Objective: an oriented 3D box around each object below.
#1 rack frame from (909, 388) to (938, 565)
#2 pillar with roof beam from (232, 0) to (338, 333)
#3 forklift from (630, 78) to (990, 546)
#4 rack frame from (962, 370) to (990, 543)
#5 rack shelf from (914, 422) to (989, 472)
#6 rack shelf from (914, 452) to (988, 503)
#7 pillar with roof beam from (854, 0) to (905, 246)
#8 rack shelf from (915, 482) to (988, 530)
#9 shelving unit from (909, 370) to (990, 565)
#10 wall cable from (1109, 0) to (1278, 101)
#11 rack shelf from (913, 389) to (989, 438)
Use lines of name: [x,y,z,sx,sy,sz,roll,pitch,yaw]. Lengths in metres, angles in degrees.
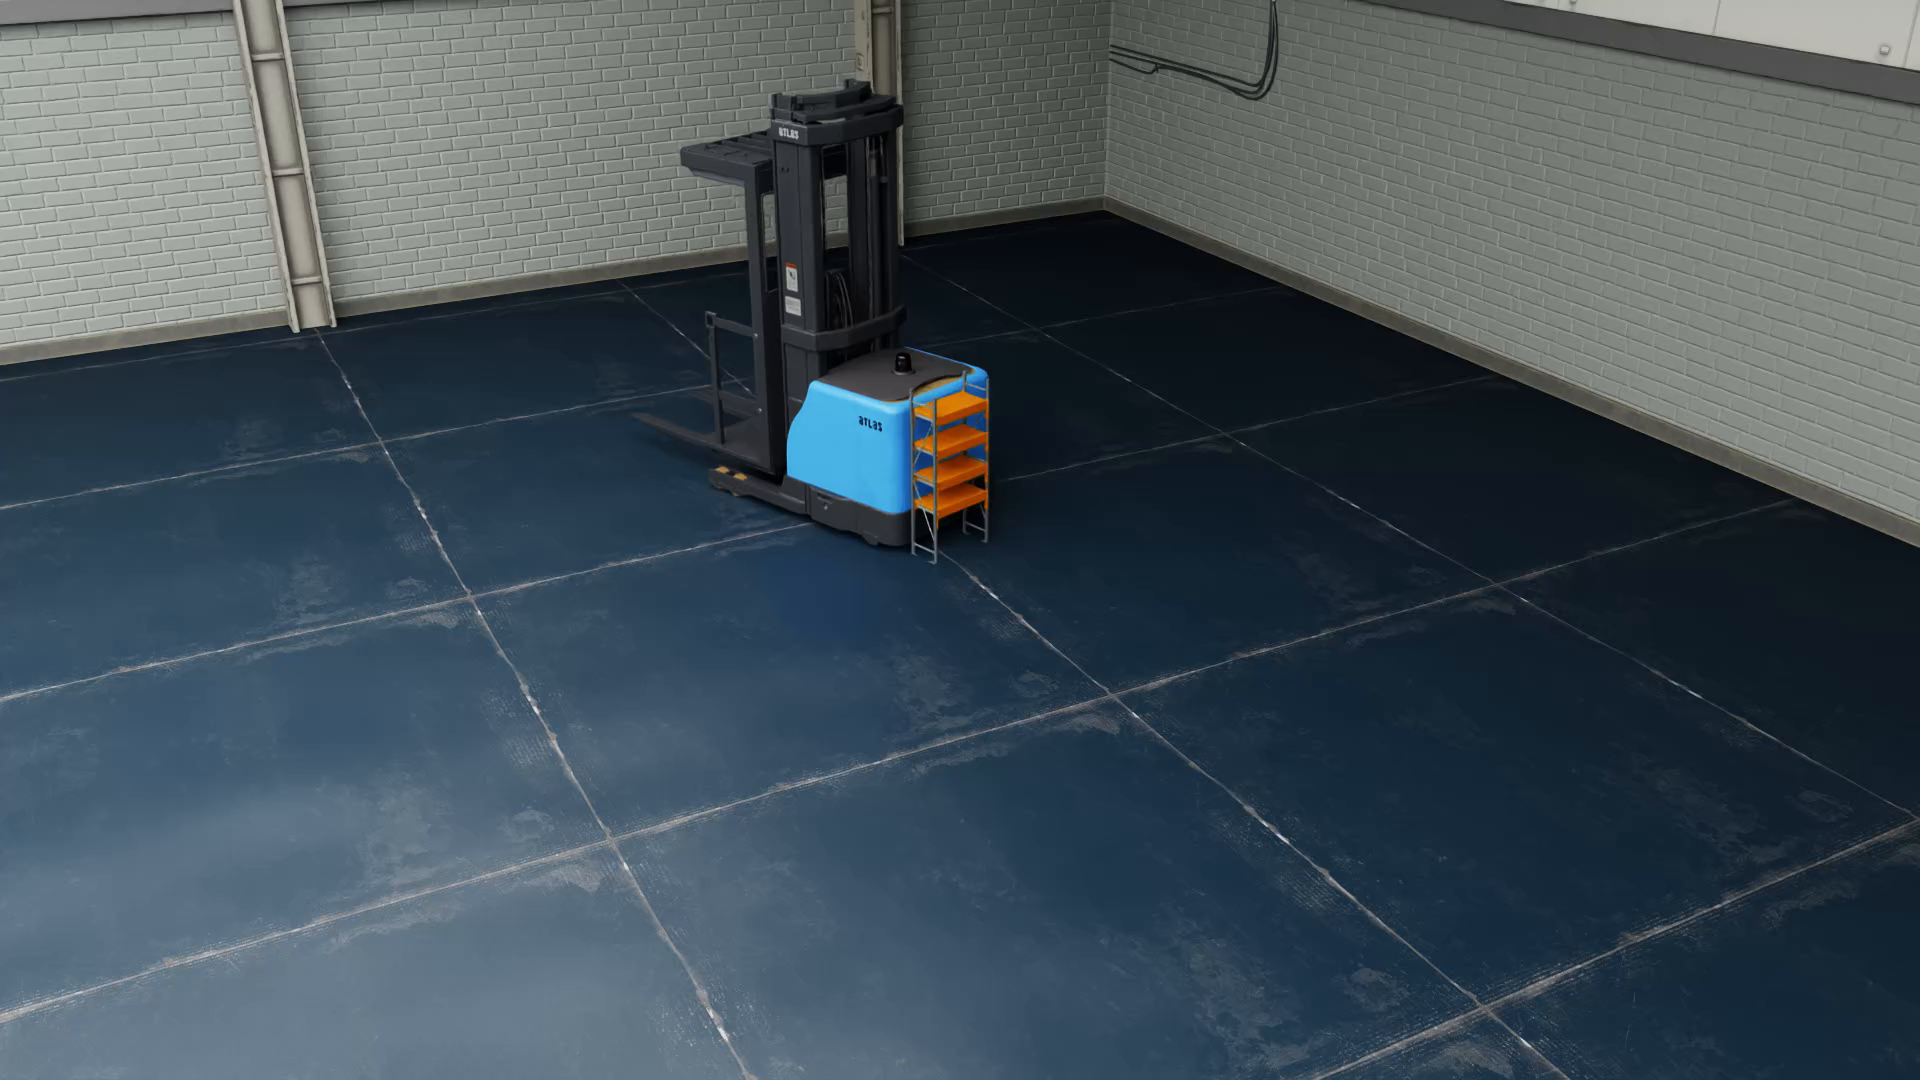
rack frame: [-0.240,-0.410,11.020,0.015,1.200,0.240,-23,34,-39]
pillar with roof beam: [-4.124,-4.457,10.437,0.400,9.000,9.100,-13,29,-25]
forklift: [-1.234,-1.794,11.902,3.031,2.935,1.130,20,32,36]
rack frame: [0.107,-0.559,11.329,0.015,1.200,0.240,-23,34,-39]
rack shelf: [-0.067,-0.625,11.107,0.480,0.148,0.258,-23,34,-39]
rack shelf: [-0.067,-0.424,11.204,0.480,0.148,0.258,-23,34,-39]
pillar with roof beam: [1.170,-5.679,12.983,0.400,9.000,9.100,-13,29,-25]
rack shelf: [-0.067,-0.245,11.290,0.480,0.148,0.258,-23,34,-39]
shelving unit: [-0.067,-0.484,11.175,0.503,1.200,0.258,-23,34,-39]
wall cable: [2.366,-6.018,17.277,0.112,2.526,3.097,-13,29,-25]
rack shelf: [-0.067,-0.839,11.004,0.480,0.148,0.258,-23,34,-39]
